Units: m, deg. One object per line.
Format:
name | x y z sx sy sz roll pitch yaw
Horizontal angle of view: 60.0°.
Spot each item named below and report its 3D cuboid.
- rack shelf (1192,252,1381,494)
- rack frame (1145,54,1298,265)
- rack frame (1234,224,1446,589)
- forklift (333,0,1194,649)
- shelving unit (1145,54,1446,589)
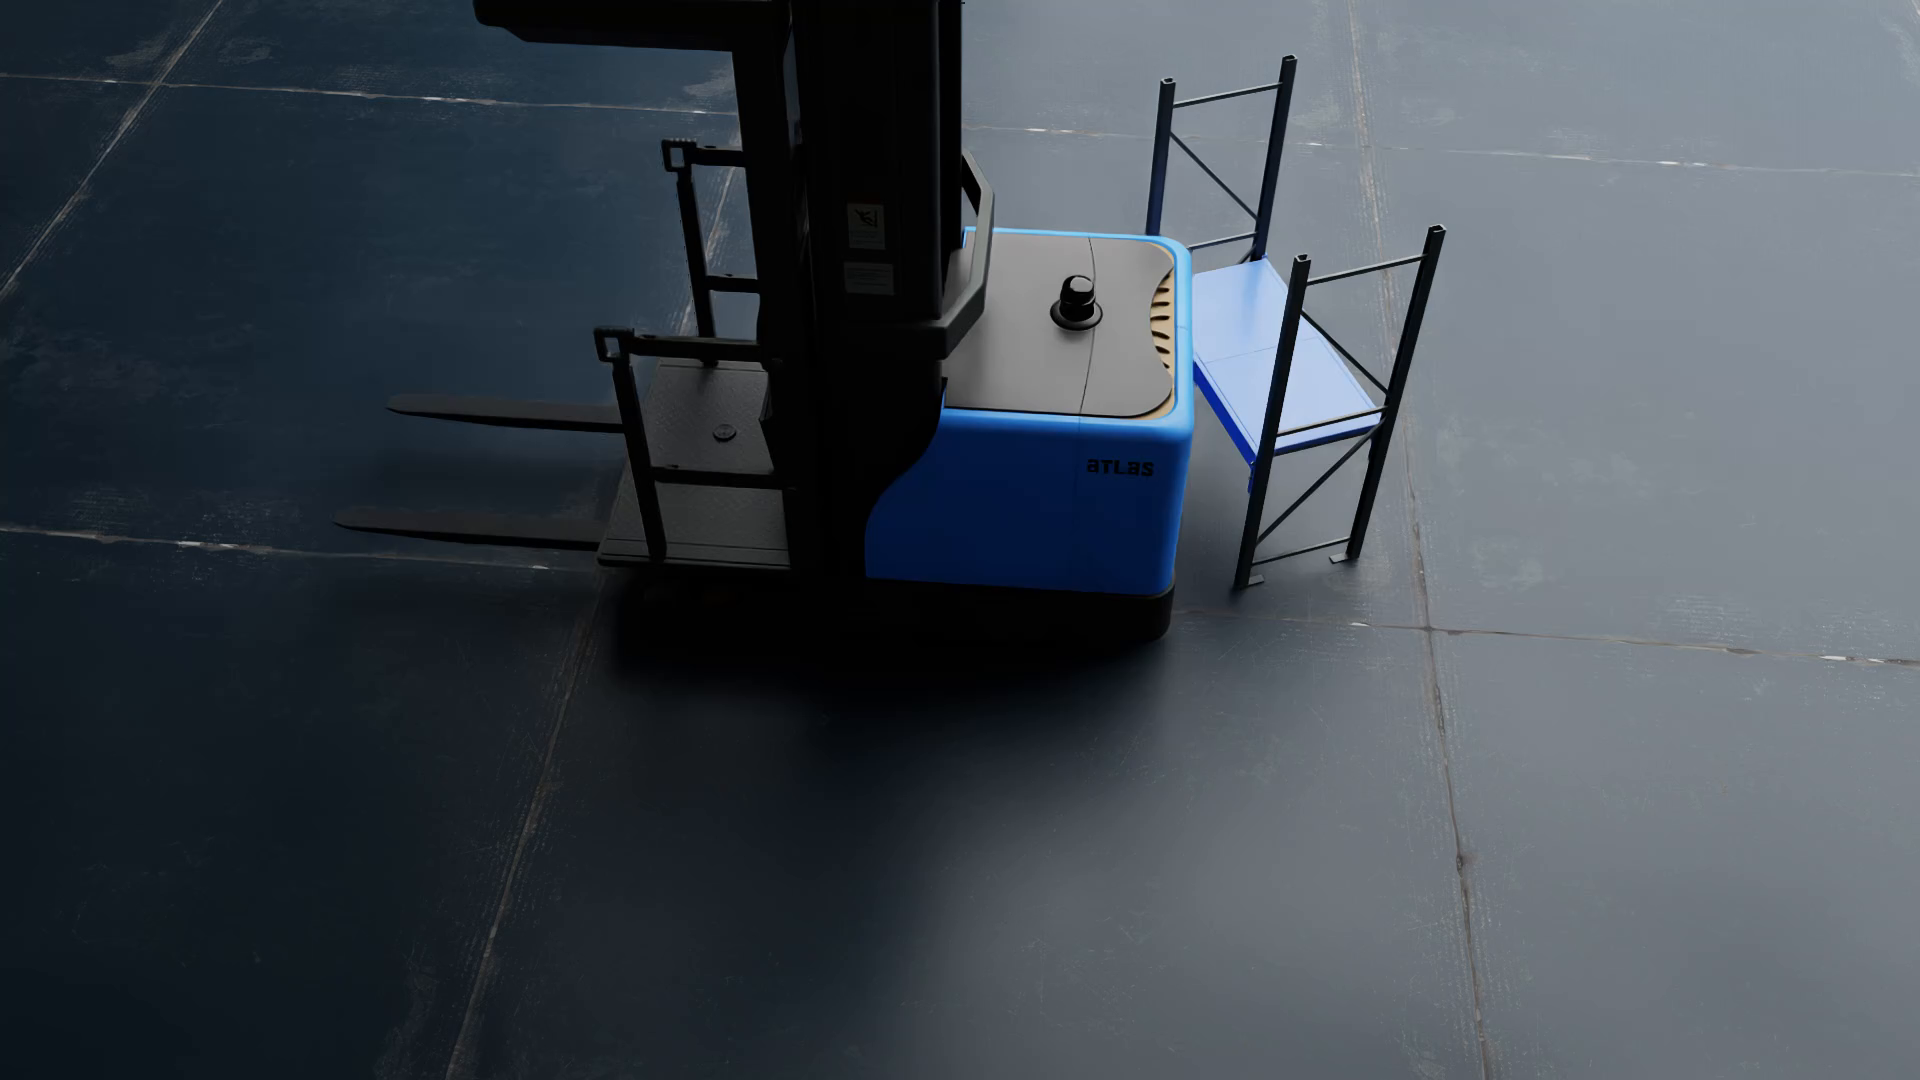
rack shelf | 1.086 -0.630 6.054 0.538 0.185 1.000 -14 49 -12
rack frame | 0.924 -1.107 6.246 0.500 1.500 0.032 -14 49 -12
rack frame | 1.247 -0.396 5.596 0.500 1.500 0.032 -14 49 -12
forklift | -0.732 -1.053 5.226 3.031 2.935 1.130 4 48 3
shelving unit | 1.086 -0.752 5.921 0.538 1.500 1.048 -14 49 -12
